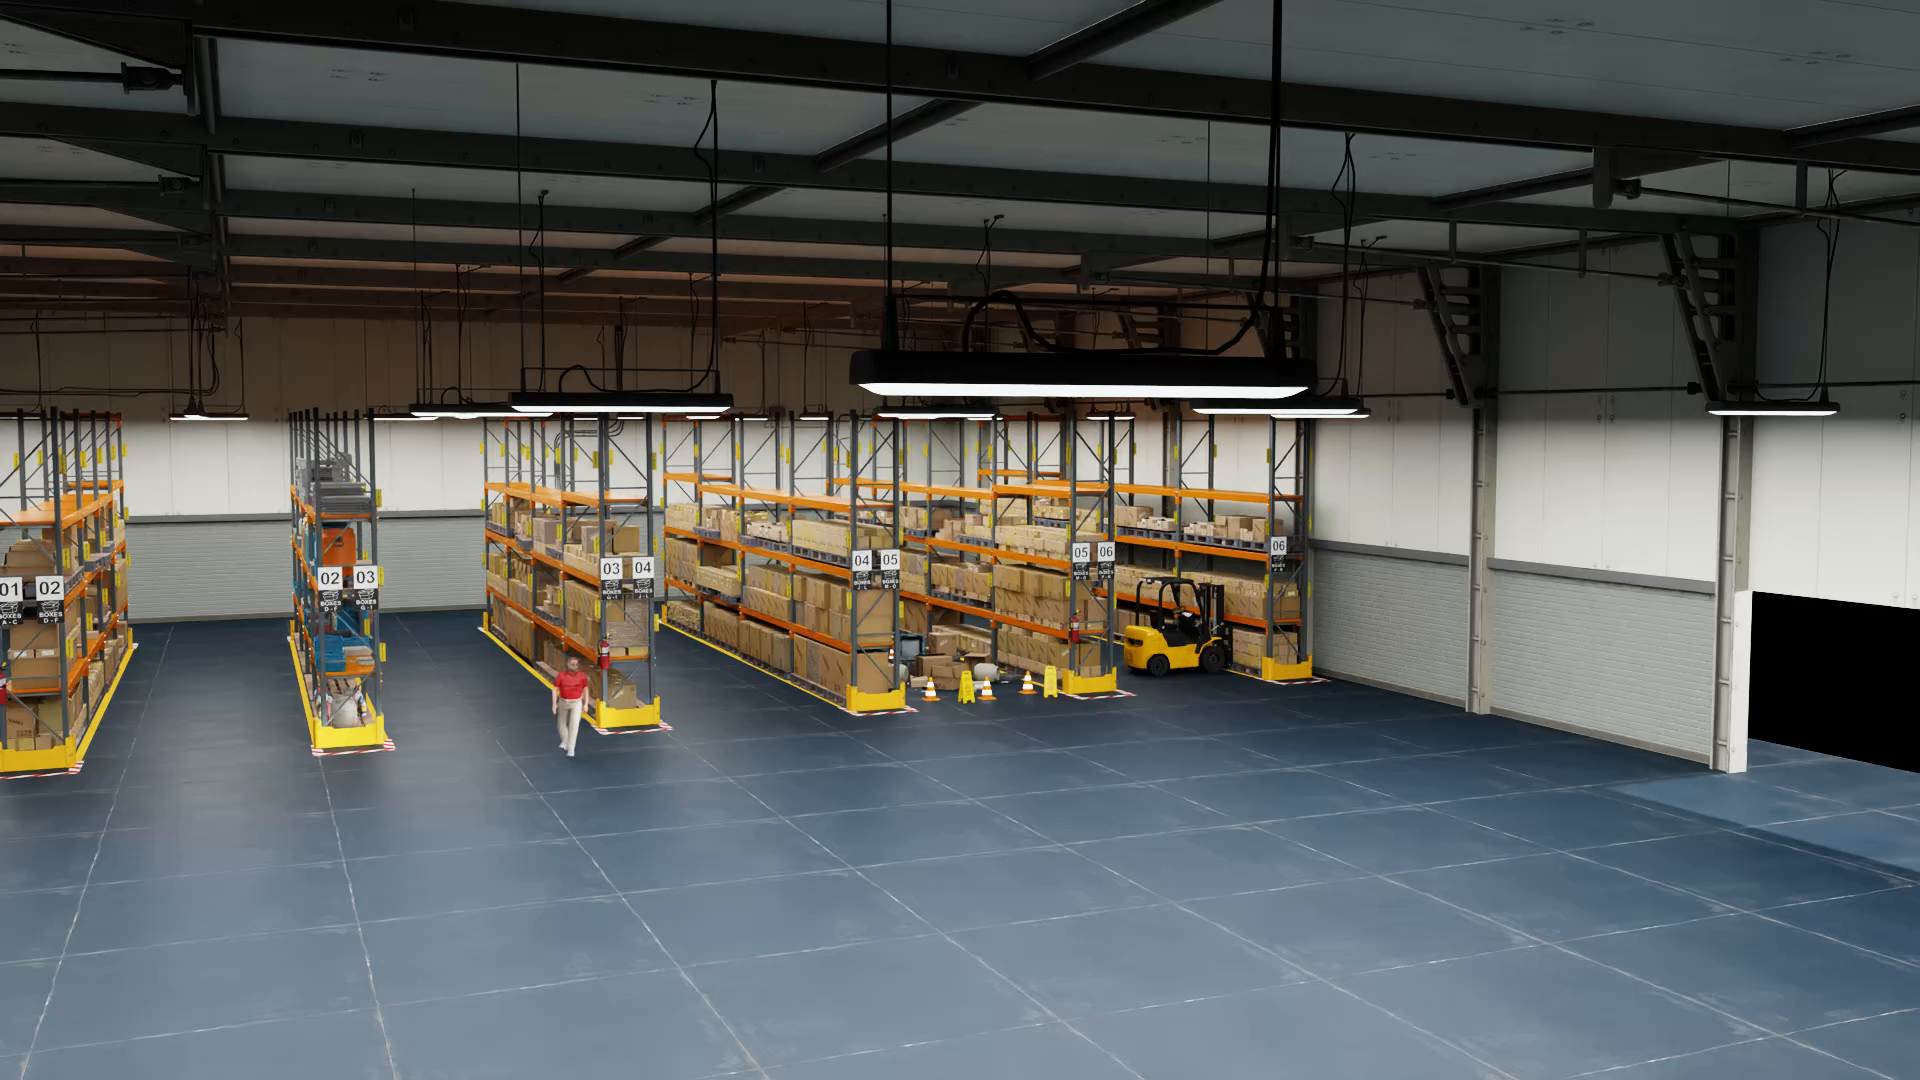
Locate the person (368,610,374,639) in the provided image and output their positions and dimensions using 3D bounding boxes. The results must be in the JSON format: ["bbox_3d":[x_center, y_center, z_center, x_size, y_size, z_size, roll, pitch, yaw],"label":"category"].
[{"bbox_3d":[-15.863,1.799,44.120,0.544,1.673,0.545,2,4,22],"label":"person"}]

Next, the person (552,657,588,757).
[{"bbox_3d":[-6.741,2.865,28.787,0.618,1.682,0.991,-1,4,-15],"label":"person"}]
